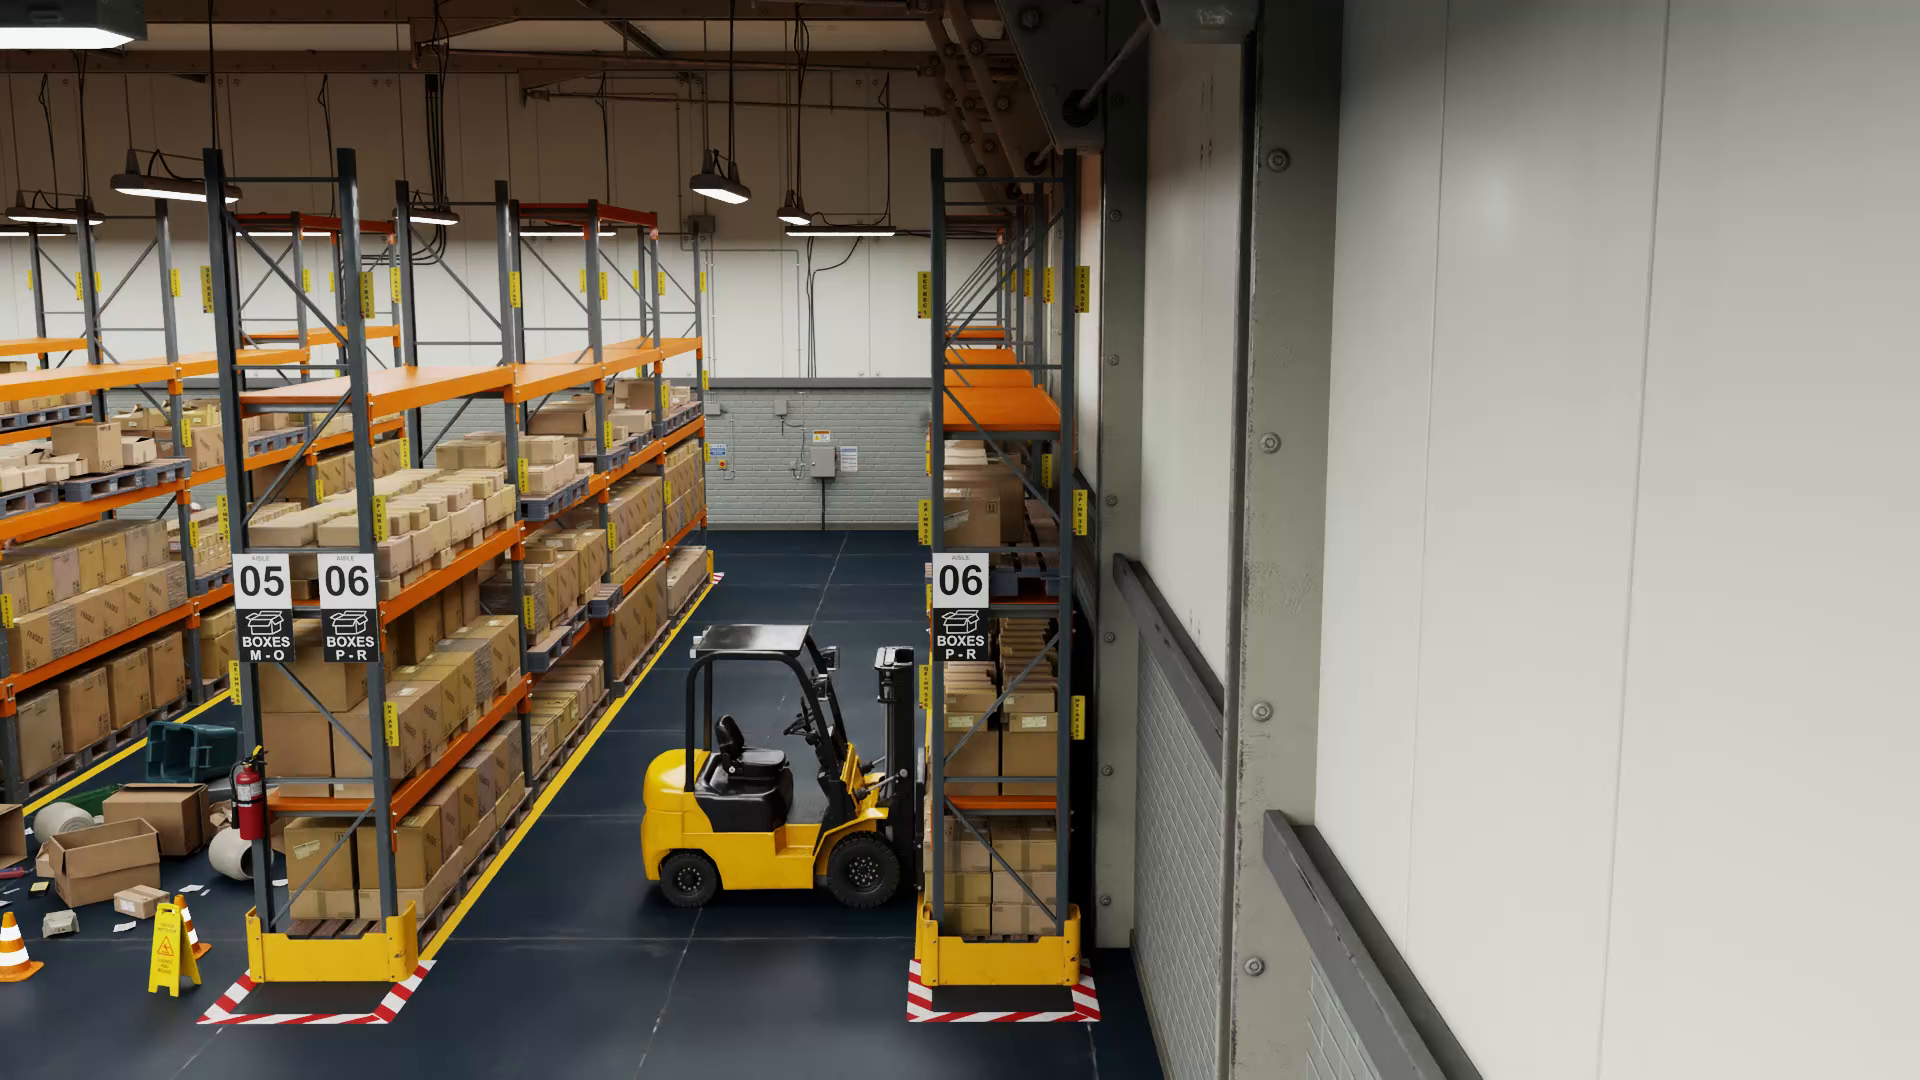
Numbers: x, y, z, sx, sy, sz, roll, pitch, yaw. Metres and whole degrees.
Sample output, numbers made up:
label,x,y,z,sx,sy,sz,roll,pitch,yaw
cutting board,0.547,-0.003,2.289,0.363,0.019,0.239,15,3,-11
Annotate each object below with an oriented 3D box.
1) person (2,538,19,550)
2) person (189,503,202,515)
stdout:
label,x,y,z,sx,sy,sz,roll,pitch,yaw
person,-12.818,0.763,22.569,0.531,1.621,0.805,-1,9,-6
person,-11.483,0.297,25.149,0.691,1.744,0.677,1,9,9
